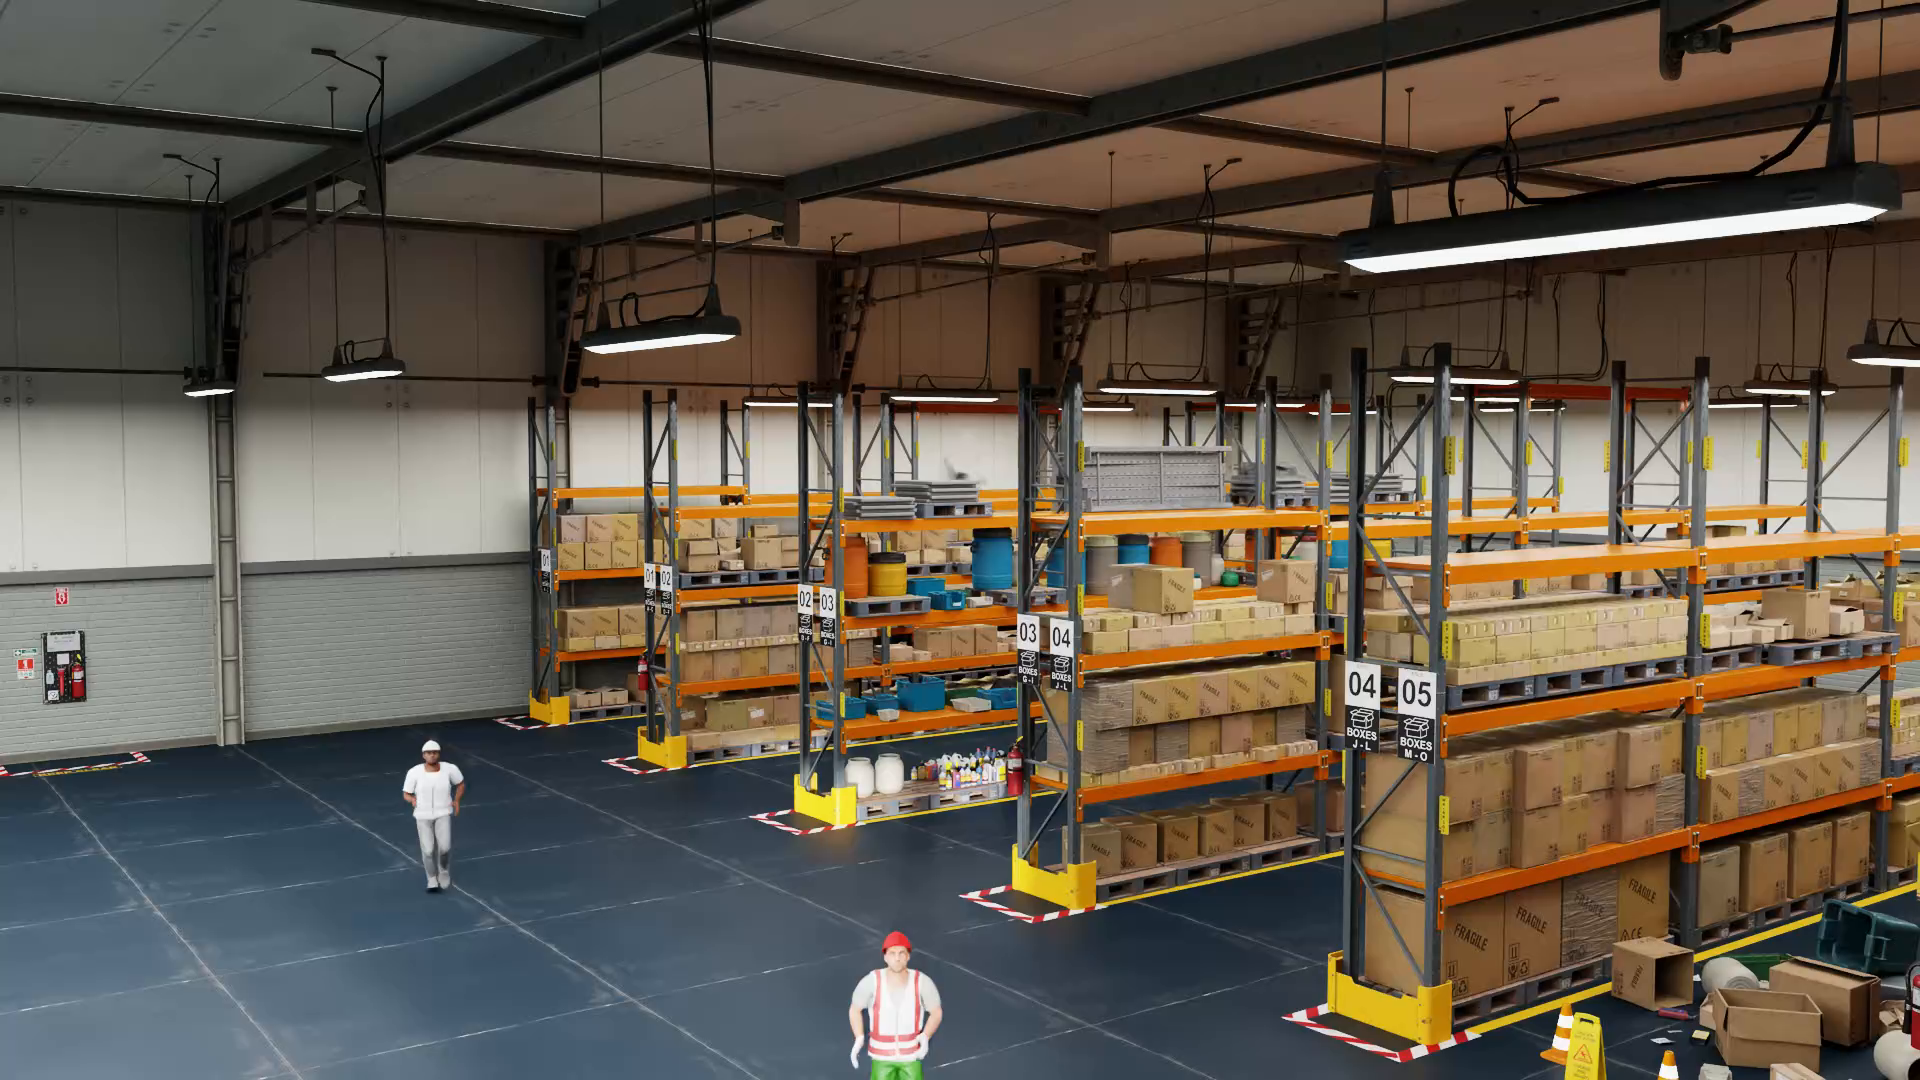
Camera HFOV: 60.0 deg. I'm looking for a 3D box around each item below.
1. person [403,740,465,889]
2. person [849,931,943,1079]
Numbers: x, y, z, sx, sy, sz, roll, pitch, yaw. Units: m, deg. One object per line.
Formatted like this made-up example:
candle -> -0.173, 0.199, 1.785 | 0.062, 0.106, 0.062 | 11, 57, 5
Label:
person -> -6.015, 3.163, 19.026 | 0.675, 1.732, 0.627 | -1, 4, -16
person -> -0.443, 3.607, 11.659 | 0.658, 1.738, 0.601 | 0, 3, -5
